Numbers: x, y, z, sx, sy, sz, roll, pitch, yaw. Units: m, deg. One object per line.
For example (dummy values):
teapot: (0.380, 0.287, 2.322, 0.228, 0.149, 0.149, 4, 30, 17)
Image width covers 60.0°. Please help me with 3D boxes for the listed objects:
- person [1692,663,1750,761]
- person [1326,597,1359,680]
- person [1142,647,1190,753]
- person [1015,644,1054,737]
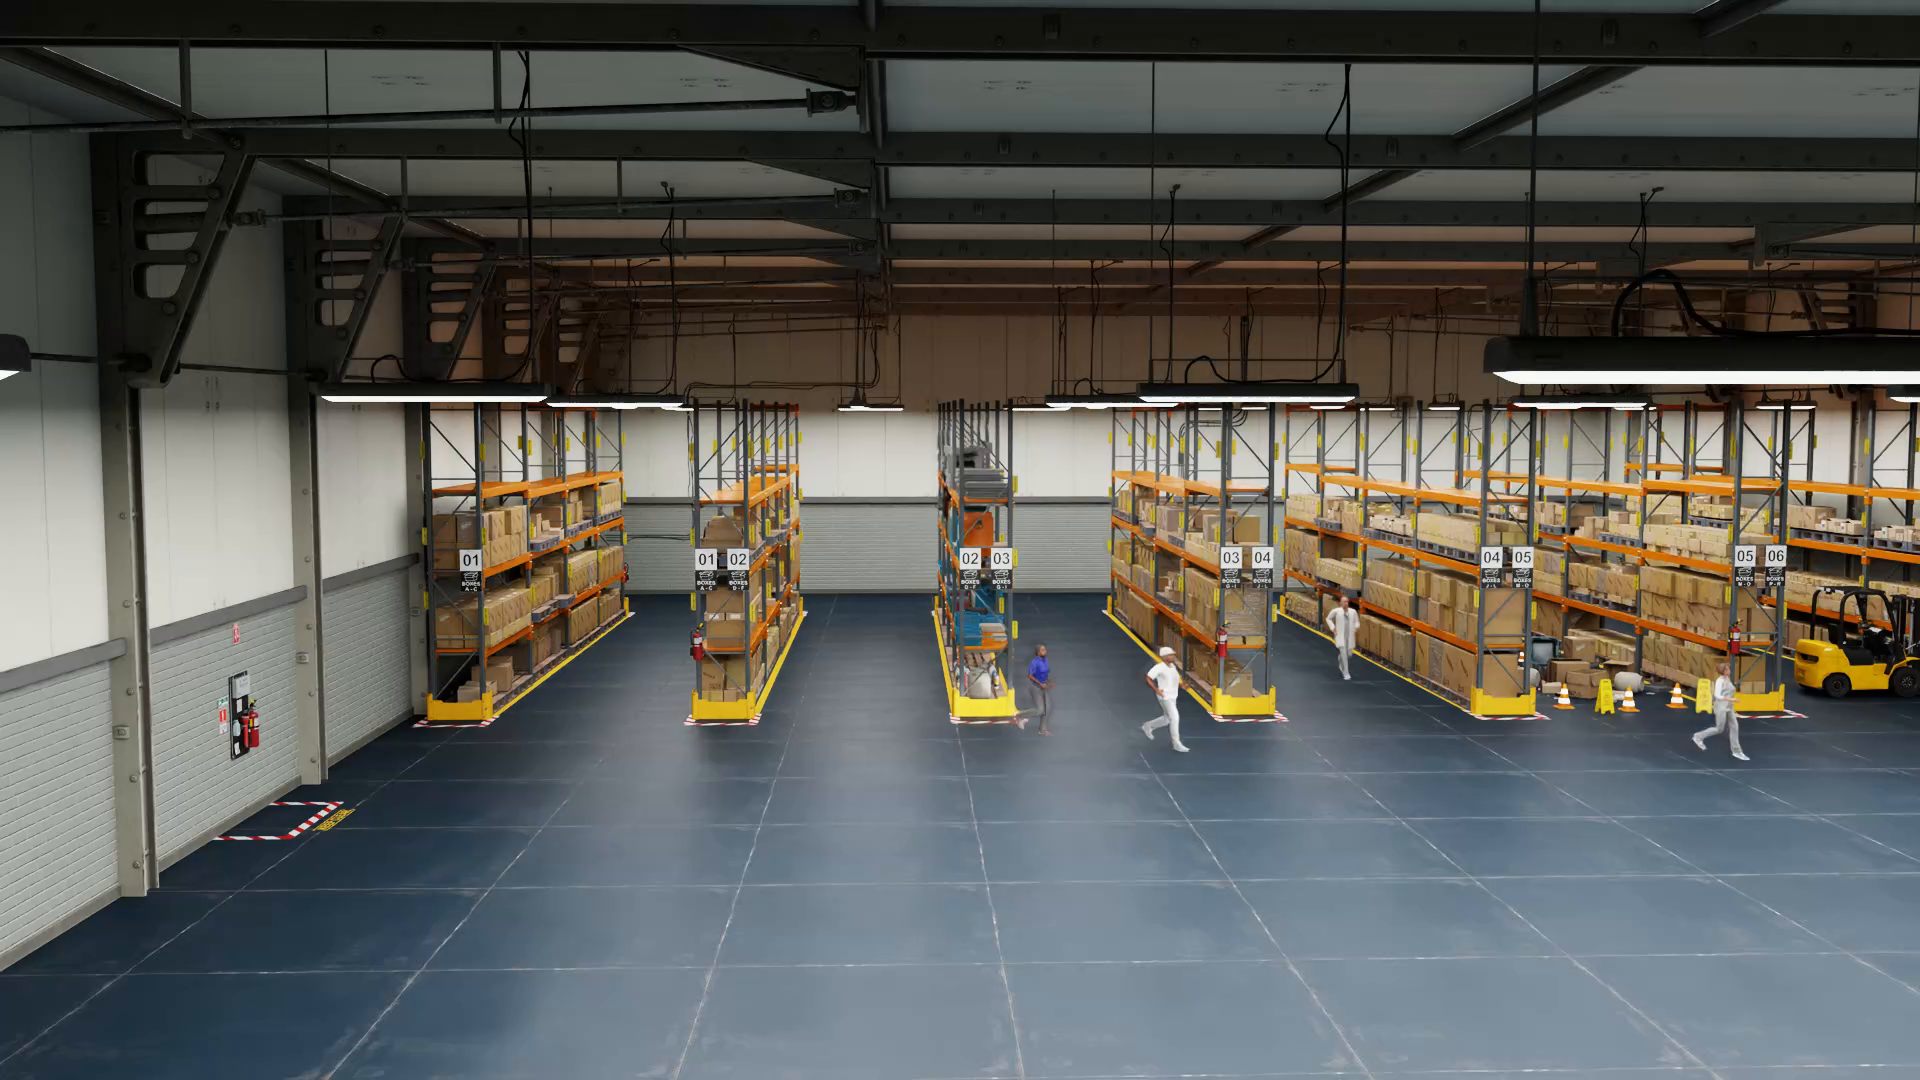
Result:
person: (12.682, 2.828, 27.655, 0.554, 1.591, 0.900, -4, 6, -45)
person: (8.332, 2.115, 36.128, 0.711, 1.771, 0.914, 0, 4, -4)
person: (3.502, 2.697, 28.346, 0.933, 1.769, 0.699, 3, 5, 31)
person: (1.372, 2.678, 29.685, 0.696, 1.632, 0.583, 3, 5, 31)
